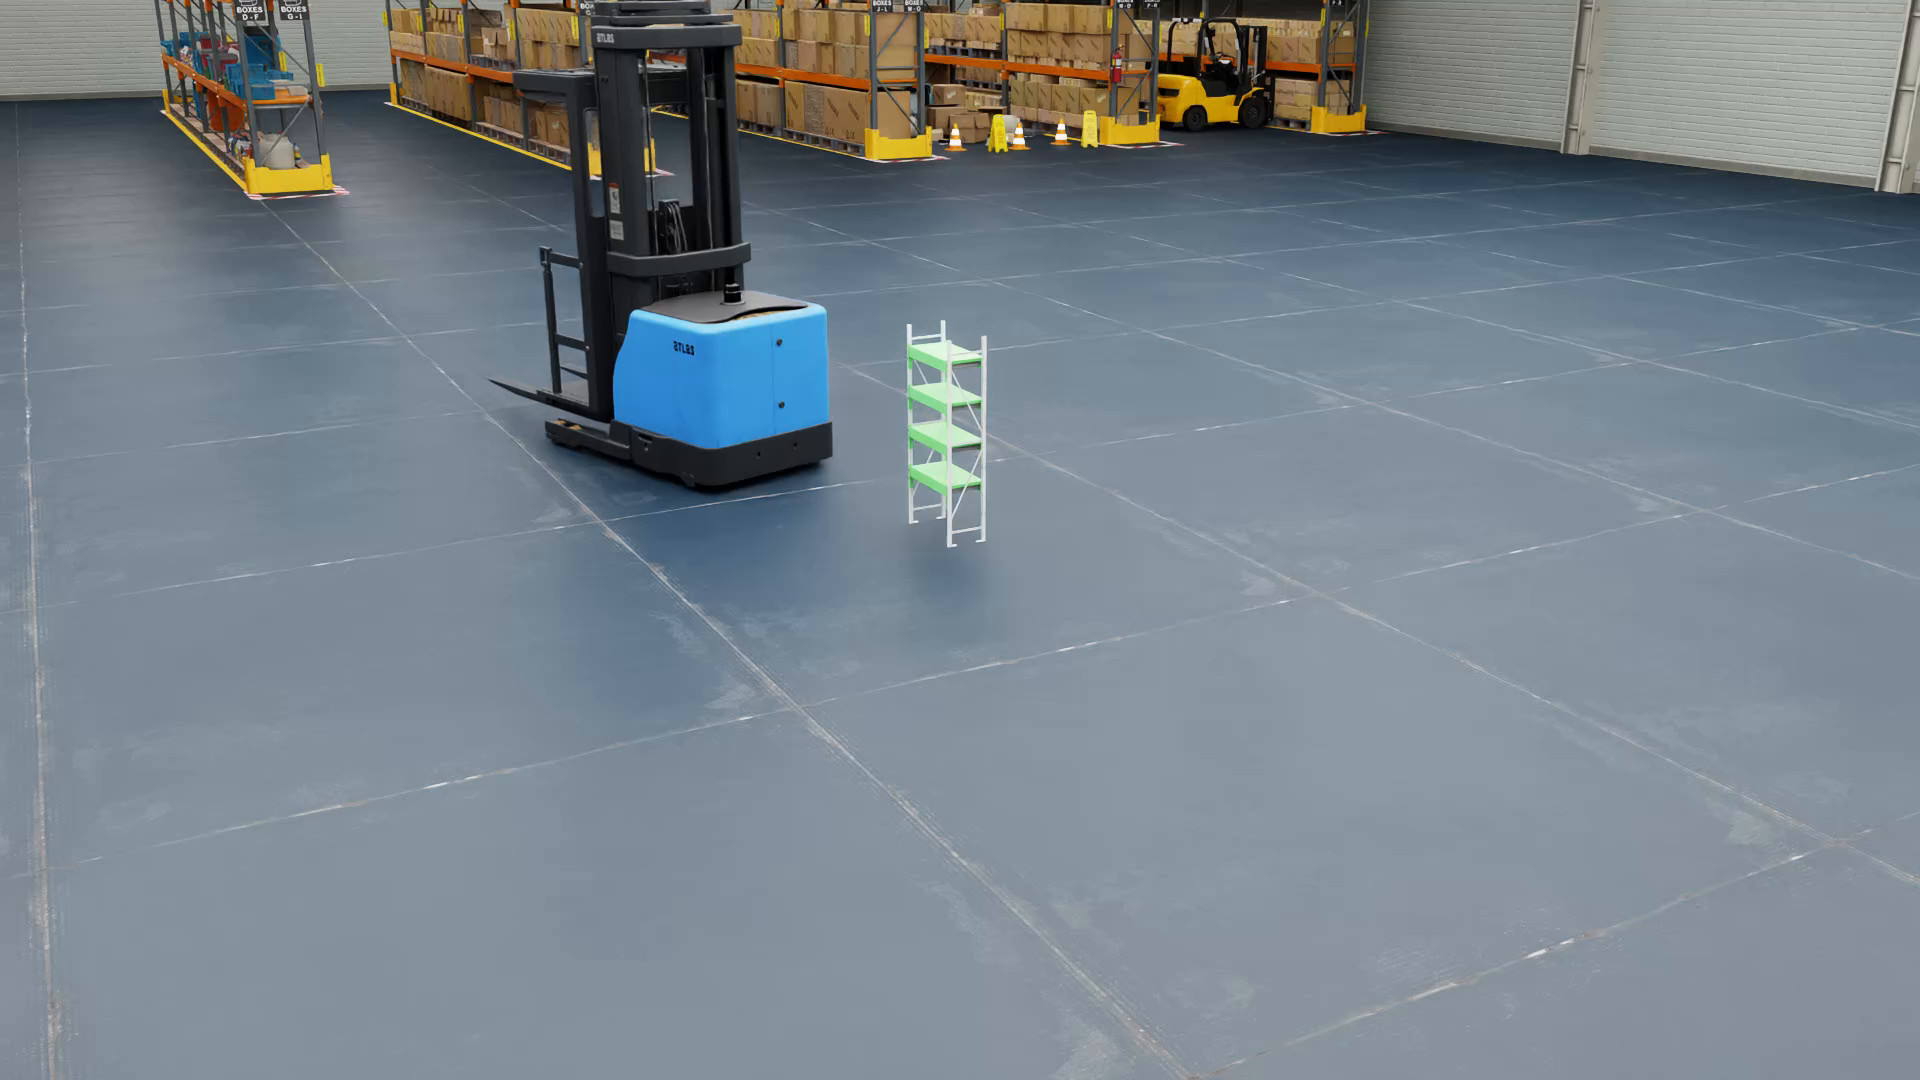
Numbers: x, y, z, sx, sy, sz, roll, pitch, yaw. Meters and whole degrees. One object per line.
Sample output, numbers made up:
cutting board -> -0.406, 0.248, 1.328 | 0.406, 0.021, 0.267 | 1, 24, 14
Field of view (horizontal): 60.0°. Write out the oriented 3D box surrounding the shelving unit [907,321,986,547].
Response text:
shelving unit -> -0.079, -0.615, 9.573 | 0.258, 1.200, 0.503 | -10, 21, -27

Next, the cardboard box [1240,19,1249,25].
cardboard box -> 6.100, -10.872, 34.936 | 0.380, 0.149, 0.250 | -10, 22, -28

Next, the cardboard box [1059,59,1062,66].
cardboard box -> 2.157, -9.287, 32.332 | 0.380, 0.149, 0.250 | -10, 21, -27

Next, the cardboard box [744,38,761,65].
cardboard box -> -3.940, -9.688, 32.955 | 0.500, 0.500, 0.500 | -10, 21, -26

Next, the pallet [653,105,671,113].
pallet -> -6.404, -9.997, 38.280 | 1.003, 0.211, 1.213 | -10, 21, -27

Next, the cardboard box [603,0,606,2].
cardboard box -> -8.450, -13.034, 40.662 | 0.500, 0.500, 0.500 | -9, 21, -25

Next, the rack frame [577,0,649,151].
rack frame -> -5.490, -7.355, 26.347 | 1.000, 3.000, 0.127 | -10, 21, -27

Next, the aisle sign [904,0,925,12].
aisle sign -> -0.779, -9.349, 28.141 | 0.394, 0.787, 0.004 | -10, 21, -27

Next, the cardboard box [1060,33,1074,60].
cardboard box -> 2.263, -9.479, 31.895 | 0.500, 0.500, 0.500 | -10, 21, -27

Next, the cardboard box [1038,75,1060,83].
cardboard box -> 1.757, -9.117, 32.882 | 0.380, 0.149, 0.250 | -9, 21, -24

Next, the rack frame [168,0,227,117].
rack frame -> -15.547, -10.032, 34.107 | 1.000, 3.000, 0.127 | -10, 21, -27

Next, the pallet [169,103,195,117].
pallet -> -17.089, -9.620, 37.186 | 1.003, 0.211, 1.213 | -10, 21, -27

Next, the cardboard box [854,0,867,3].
cardboard box -> -2.389, -13.292, 40.872 | 0.380, 0.149, 0.250 | -10, 22, -27

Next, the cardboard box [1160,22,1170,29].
cardboard box -> 4.708, -11.588, 37.466 | 0.380, 0.149, 0.250 | -10, 21, -26

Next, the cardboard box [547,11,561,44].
cardboard box -> -6.446, -8.421, 27.296 | 0.500, 0.500, 0.500 | -10, 21, -27

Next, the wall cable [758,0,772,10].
wall cable -> -5.822, -15.801, 49.267 | 0.588, 1.984, 0.122 | -10, 21, -27

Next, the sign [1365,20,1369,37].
sign -> 8.089, -10.190, 33.117 | 0.100, 0.325, 0.005 | -10, 21, -27

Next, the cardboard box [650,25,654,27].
cardboard box -> -6.736, -11.562, 37.370 | 0.380, 0.149, 0.250 | -10, 21, -26

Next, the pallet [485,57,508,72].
pallet -> -8.313, -8.999, 31.405 | 1.003, 0.211, 1.213 | -10, 21, -27

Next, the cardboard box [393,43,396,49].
cardboard box -> -13.087, -11.603, 39.042 | 0.380, 0.149, 0.250 | -10, 22, -27

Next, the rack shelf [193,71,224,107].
rack shelf -> -12.698, -7.970, 29.232 | 1.077, 0.370, 4.000 | -10, 21, -27

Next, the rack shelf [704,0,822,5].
rack shelf -> -3.926, -10.894, 33.109 | 1.077, 0.370, 4.000 | -10, 21, -27

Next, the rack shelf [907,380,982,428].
rack shelf -> -0.079, -0.781, 9.516 | 0.258, 0.148, 0.480 | -10, 21, -27

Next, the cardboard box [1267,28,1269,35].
cardboard box -> 6.517, -10.520, 34.371 | 0.380, 0.149, 0.250 | -10, 21, -27

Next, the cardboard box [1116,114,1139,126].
cardboard box -> 3.092, -8.063, 31.970 | 0.500, 0.250, 0.500 | -10, 21, -27

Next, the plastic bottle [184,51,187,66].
plastic bottle -> -15.113, -9.449, 32.607 | 0.152, 0.276, 0.135 | -10, 21, -27

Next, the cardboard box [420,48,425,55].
cardboard box -> -11.621, -10.718, 36.477 | 0.380, 0.149, 0.250 | -10, 21, -26

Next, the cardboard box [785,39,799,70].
cardboard box -> -2.791, -9.209, 31.491 | 0.875, 0.550, 0.550 | -10, 21, -27

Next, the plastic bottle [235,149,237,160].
plastic bottle -> -11.527, -6.186, 26.575 | 0.097, 0.201, 0.097 | 0, 19, 0

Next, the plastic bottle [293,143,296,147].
plastic bottle -> -10.527, -6.148, 26.340 | 0.061, 0.283, 0.133 | -10, 21, -26

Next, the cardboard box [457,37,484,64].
cardboard box -> -9.741, -9.802, 33.285 | 0.500, 0.500, 0.500 | -9, 21, -25

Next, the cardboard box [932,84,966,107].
cardboard box -> -0.220, -8.930, 33.583 | 0.500, 0.500, 0.500 | -10, 21, -27

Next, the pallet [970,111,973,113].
pallet -> 0.378, -9.294, 36.241 | 1.003, 0.211, 1.213 | -10, 21, -27

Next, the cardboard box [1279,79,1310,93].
cardboard box -> 6.857, -9.261, 33.909 | 0.500, 0.250, 0.500 | -10, 21, -26

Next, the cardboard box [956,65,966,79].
cardboard box -> 0.207, -13.081, 46.125 | 0.797, 0.503, 0.637 | -11, 22, -29

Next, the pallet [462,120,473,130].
pallet -> -9.597, -8.571, 34.147 | 1.003, 0.211, 1.213 | -10, 21, -27

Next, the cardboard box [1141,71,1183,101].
cardboard box -> 4.720, -10.471, 38.376 | 0.875, 0.625, 0.625 | -11, 22, -29

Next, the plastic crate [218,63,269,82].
plastic crate -> -11.612, -7.536, 26.969 | 0.767, 0.338, 0.504 | -10, 21, -27

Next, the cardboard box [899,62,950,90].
cardboard box -> -0.822, -10.591, 38.341 | 0.875, 0.875, 0.875 | -10, 22, -27

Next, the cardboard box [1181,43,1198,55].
cardboard box -> 5.229, -10.841, 36.680 | 0.500, 0.250, 0.500 | -9, 21, -25

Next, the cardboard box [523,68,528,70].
cardboard box -> -7.445, -8.202, 29.188 | 0.380, 0.149, 0.250 | -10, 21, -27

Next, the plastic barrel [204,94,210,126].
plastic barrel -> -14.431, -8.405, 32.443 | 0.600, 0.588, 0.708 | -10, 21, -27

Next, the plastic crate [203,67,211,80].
plastic crate -> -12.824, -8.092, 28.808 | 0.450, 0.188, 0.662 | -10, 21, -27

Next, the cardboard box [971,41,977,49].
cardboard box -> 0.457, -10.442, 35.036 | 0.380, 0.149, 0.250 | -10, 21, -26

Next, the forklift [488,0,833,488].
forklift -> -2.238, -2.111, 11.256 | 1.130, 2.935, 3.031 | -18, 26, -42

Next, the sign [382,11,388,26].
sign -> -13.579, -12.310, 39.259 | 0.100, 0.325, 0.005 | -10, 21, -27

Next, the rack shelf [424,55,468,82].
rack shelf -> -10.239, -9.885, 34.783 | 1.077, 0.370, 4.000 | -10, 21, -27

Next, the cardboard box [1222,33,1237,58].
cardboard box -> 5.941, -10.540, 35.426 | 0.500, 0.500, 0.500 | -10, 21, -26

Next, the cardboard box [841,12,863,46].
cardboard box -> -1.562, -8.931, 29.031 | 0.875, 0.550, 0.550 | -10, 21, -27

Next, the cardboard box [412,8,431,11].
cardboard box -> -12.625, -12.273, 39.224 | 0.500, 0.500, 0.500 | -10, 21, -26

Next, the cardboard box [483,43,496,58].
cardboard box -> -8.696, -9.262, 31.461 | 0.500, 0.250, 0.500 | -11, 22, -28
